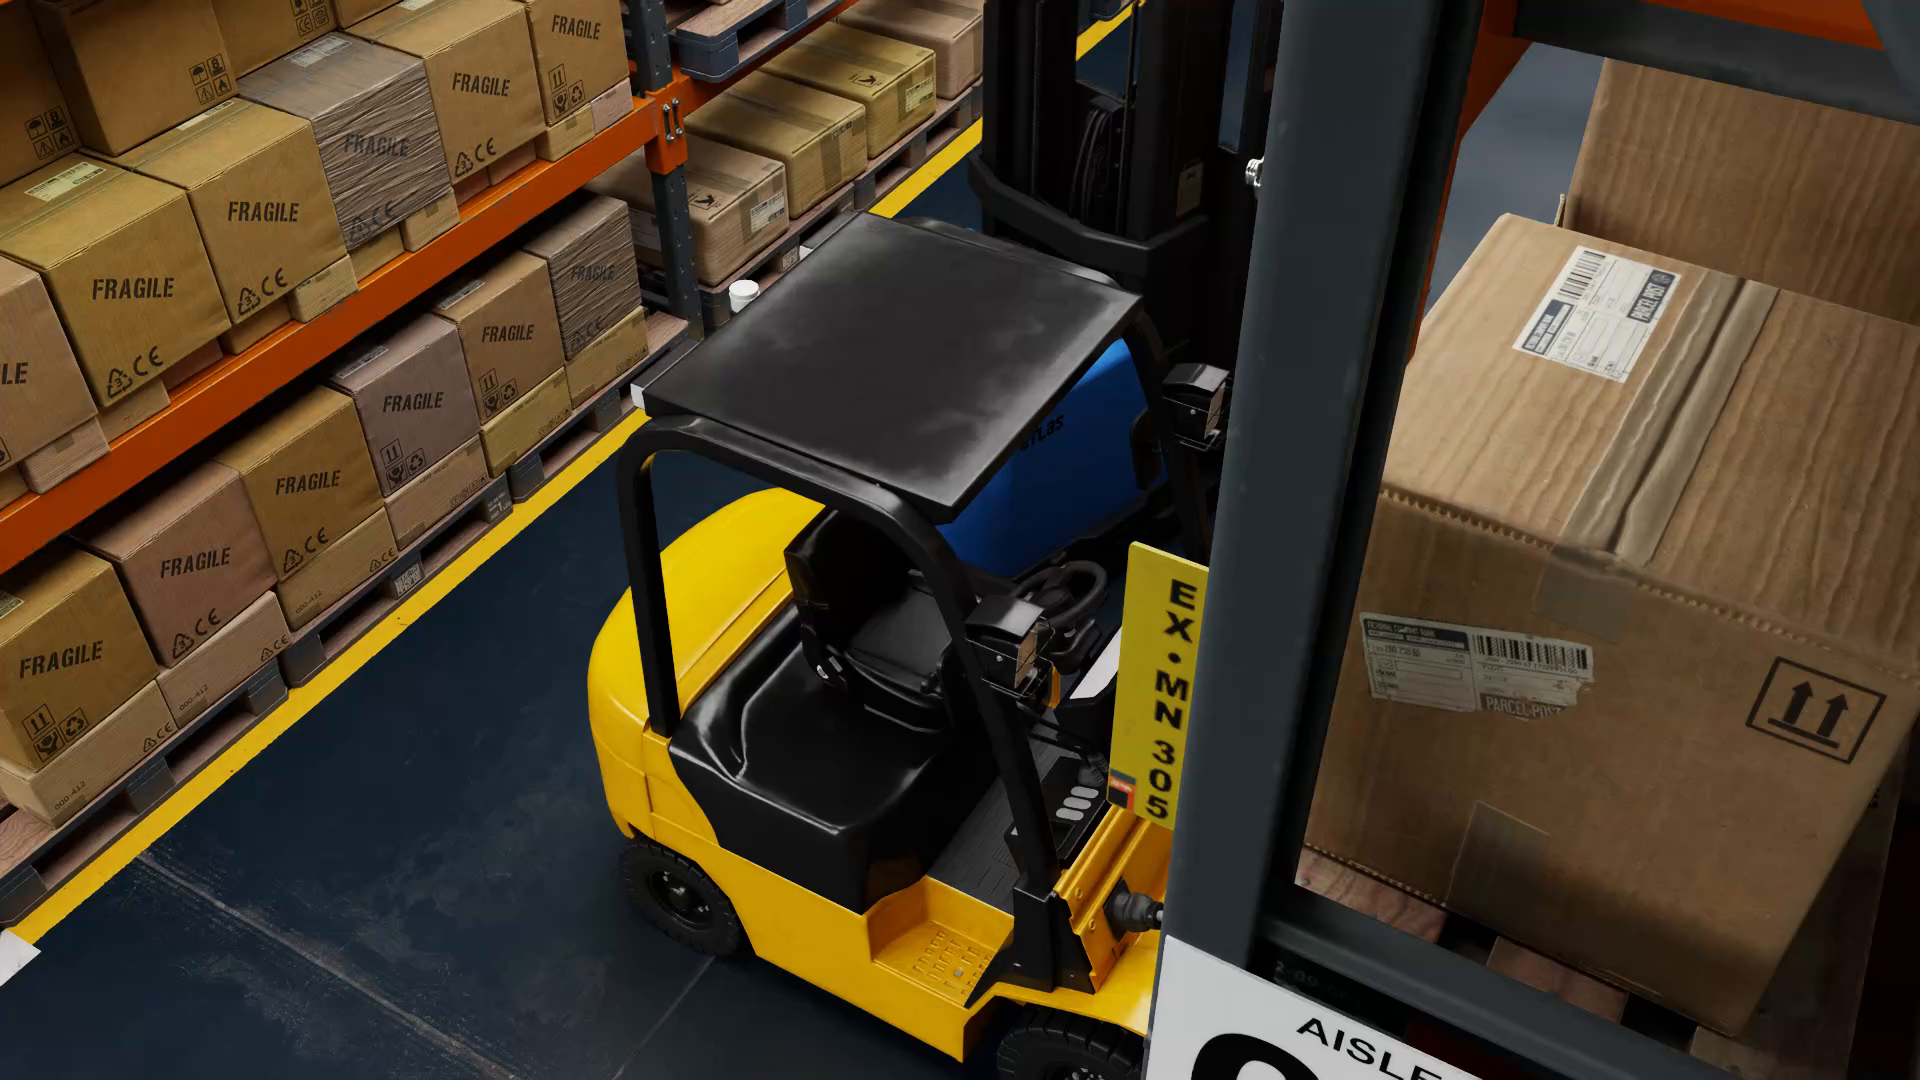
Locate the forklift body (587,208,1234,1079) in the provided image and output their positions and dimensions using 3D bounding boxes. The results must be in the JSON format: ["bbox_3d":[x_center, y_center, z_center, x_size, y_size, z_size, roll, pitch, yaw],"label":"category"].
[{"bbox_3d":[0.014,0.386,4.685,2.313,2.155,1.214,21,45,22],"label":"forklift body"}]

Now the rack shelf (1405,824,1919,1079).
[{"bbox_3d":[1.646,-0.245,3.033,1.077,0.370,4.000,21,45,22],"label":"rack shelf"}]

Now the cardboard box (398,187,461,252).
[{"bbox_3d":[-2.055,-1.211,6.046,0.380,0.149,0.250,20,45,21],"label":"cardboard box"}]

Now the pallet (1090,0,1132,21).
[{"bbox_3d":[0.809,-3.841,10.952,1.003,0.211,1.213,21,45,22],"label":"pallet"}]

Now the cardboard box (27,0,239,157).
[{"bbox_3d":[-2.792,-1.625,5.269,0.700,0.500,0.500,21,45,22],"label":"cardboard box"}]

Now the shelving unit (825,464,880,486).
[{"bbox_3d":[-0.343,-0.136,6.224,0.210,0.900,0.258,-32,50,-31],"label":"shelving unit"}]

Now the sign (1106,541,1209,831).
[{"bbox_3d":[0.182,0.140,1.442,0.100,0.325,0.005,21,45,22],"label":"sign"}]

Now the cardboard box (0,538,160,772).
[{"bbox_3d":[-3.000,0.325,5.307,0.500,0.500,0.500,19,45,21],"label":"cardboard box"}]

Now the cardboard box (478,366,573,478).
[{"bbox_3d":[-1.974,-0.563,6.883,0.500,0.250,0.500,20,45,21],"label":"cardboard box"}]

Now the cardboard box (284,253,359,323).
[{"bbox_3d":[-2.307,-0.916,5.710,0.380,0.149,0.250,21,46,22],"label":"cardboard box"}]

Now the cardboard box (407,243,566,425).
[{"bbox_3d":[-1.969,-0.861,6.653,0.500,0.500,0.500,22,46,23],"label":"cardboard box"}]

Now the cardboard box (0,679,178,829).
[{"bbox_3d":[-3.011,0.620,5.539,0.500,0.250,0.500,21,45,22],"label":"cardboard box"}]

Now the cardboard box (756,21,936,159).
[{"bbox_3d":[-0.689,-2.456,8.940,0.950,0.372,0.625,22,46,23],"label":"cardboard box"}]

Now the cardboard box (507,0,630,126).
[{"bbox_3d":[-1.660,-1.985,6.434,0.500,0.500,0.500,20,45,21],"label":"cardboard box"}]

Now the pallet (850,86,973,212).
[{"bbox_3d":[-0.655,-2.273,9.171,1.003,0.211,1.213,21,45,22],"label":"pallet"}]

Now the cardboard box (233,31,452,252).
[{"bbox_3d":[-2.167,-1.390,5.758,0.500,0.500,0.500,22,46,23],"label":"cardboard box"}]

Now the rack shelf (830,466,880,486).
[{"bbox_3d":[-0.343,-0.246,6.127,0.200,0.077,0.258,-32,50,-31],"label":"rack shelf"}]

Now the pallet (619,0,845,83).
[{"bbox_3d":[-1.144,-2.490,7.453,1.003,0.211,1.213,21,45,22],"label":"pallet"}]

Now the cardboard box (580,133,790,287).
[{"bbox_3d":[-1.392,-1.645,8.019,0.950,0.372,0.625,21,46,23],"label":"cardboard box"}]

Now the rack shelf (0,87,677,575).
[{"bbox_3d":[-2.654,-0.758,5.886,1.077,0.370,4.000,21,45,22],"label":"rack shelf"}]

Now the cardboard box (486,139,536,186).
[{"bbox_3d":[-1.867,-1.525,6.403,0.380,0.149,0.250,21,46,22],"label":"cardboard box"}]

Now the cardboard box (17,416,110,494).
[{"bbox_3d":[-2.821,-0.320,5.034,0.380,0.149,0.250,22,46,23],"label":"cardboard box"}]

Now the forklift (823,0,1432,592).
[{"bbox_3d":[0.876,-1.610,6.360,3.031,2.935,1.130,-32,50,-31],"label":"forklift"}]

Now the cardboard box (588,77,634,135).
[{"bbox_3d":[-1.550,-1.794,6.707,0.380,0.149,0.250,20,45,22],"label":"cardboard box"}]

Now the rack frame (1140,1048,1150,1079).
[{"bbox_3d":[0.645,1.755,2.487,1.000,3.000,0.127,21,45,22],"label":"rack frame"}]

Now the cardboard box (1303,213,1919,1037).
[{"bbox_3d":[0.655,0.063,1.670,0.500,0.500,0.500,22,46,23],"label":"cardboard box"}]

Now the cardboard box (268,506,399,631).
[{"bbox_3d":[-2.487,0.014,6.227,0.500,0.250,0.500,24,47,25],"label":"cardboard box"}]

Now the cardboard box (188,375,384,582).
[{"bbox_3d":[-2.484,-0.260,5.971,0.500,0.500,0.500,22,46,23],"label":"cardboard box"}]

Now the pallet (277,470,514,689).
[{"bbox_3d":[-2.568,-0.030,6.624,1.003,0.211,1.213,21,45,22],"label":"pallet"}]

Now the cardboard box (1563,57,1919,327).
[{"bbox_3d":[1.255,-0.490,2.298,0.700,0.500,0.500,21,46,22],"label":"cardboard box"}]

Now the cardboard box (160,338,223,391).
[{"bbox_3d":[-2.641,-0.650,5.409,0.380,0.149,0.250,22,46,23],"label":"cardboard box"}]

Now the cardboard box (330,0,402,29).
[{"bbox_3d":[-2.335,-2.232,5.958,0.700,0.500,0.500,21,46,22],"label":"cardboard box"}]

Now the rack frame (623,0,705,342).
[{"bbox_3d":[-1.653,-2.173,6.948,1.000,3.000,0.127,21,45,22],"label":"rack frame"}]

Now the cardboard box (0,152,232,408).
[{"bbox_3d":[-2.667,-0.802,5.090,0.500,0.500,0.500,20,45,21],"label":"cardboard box"}]
